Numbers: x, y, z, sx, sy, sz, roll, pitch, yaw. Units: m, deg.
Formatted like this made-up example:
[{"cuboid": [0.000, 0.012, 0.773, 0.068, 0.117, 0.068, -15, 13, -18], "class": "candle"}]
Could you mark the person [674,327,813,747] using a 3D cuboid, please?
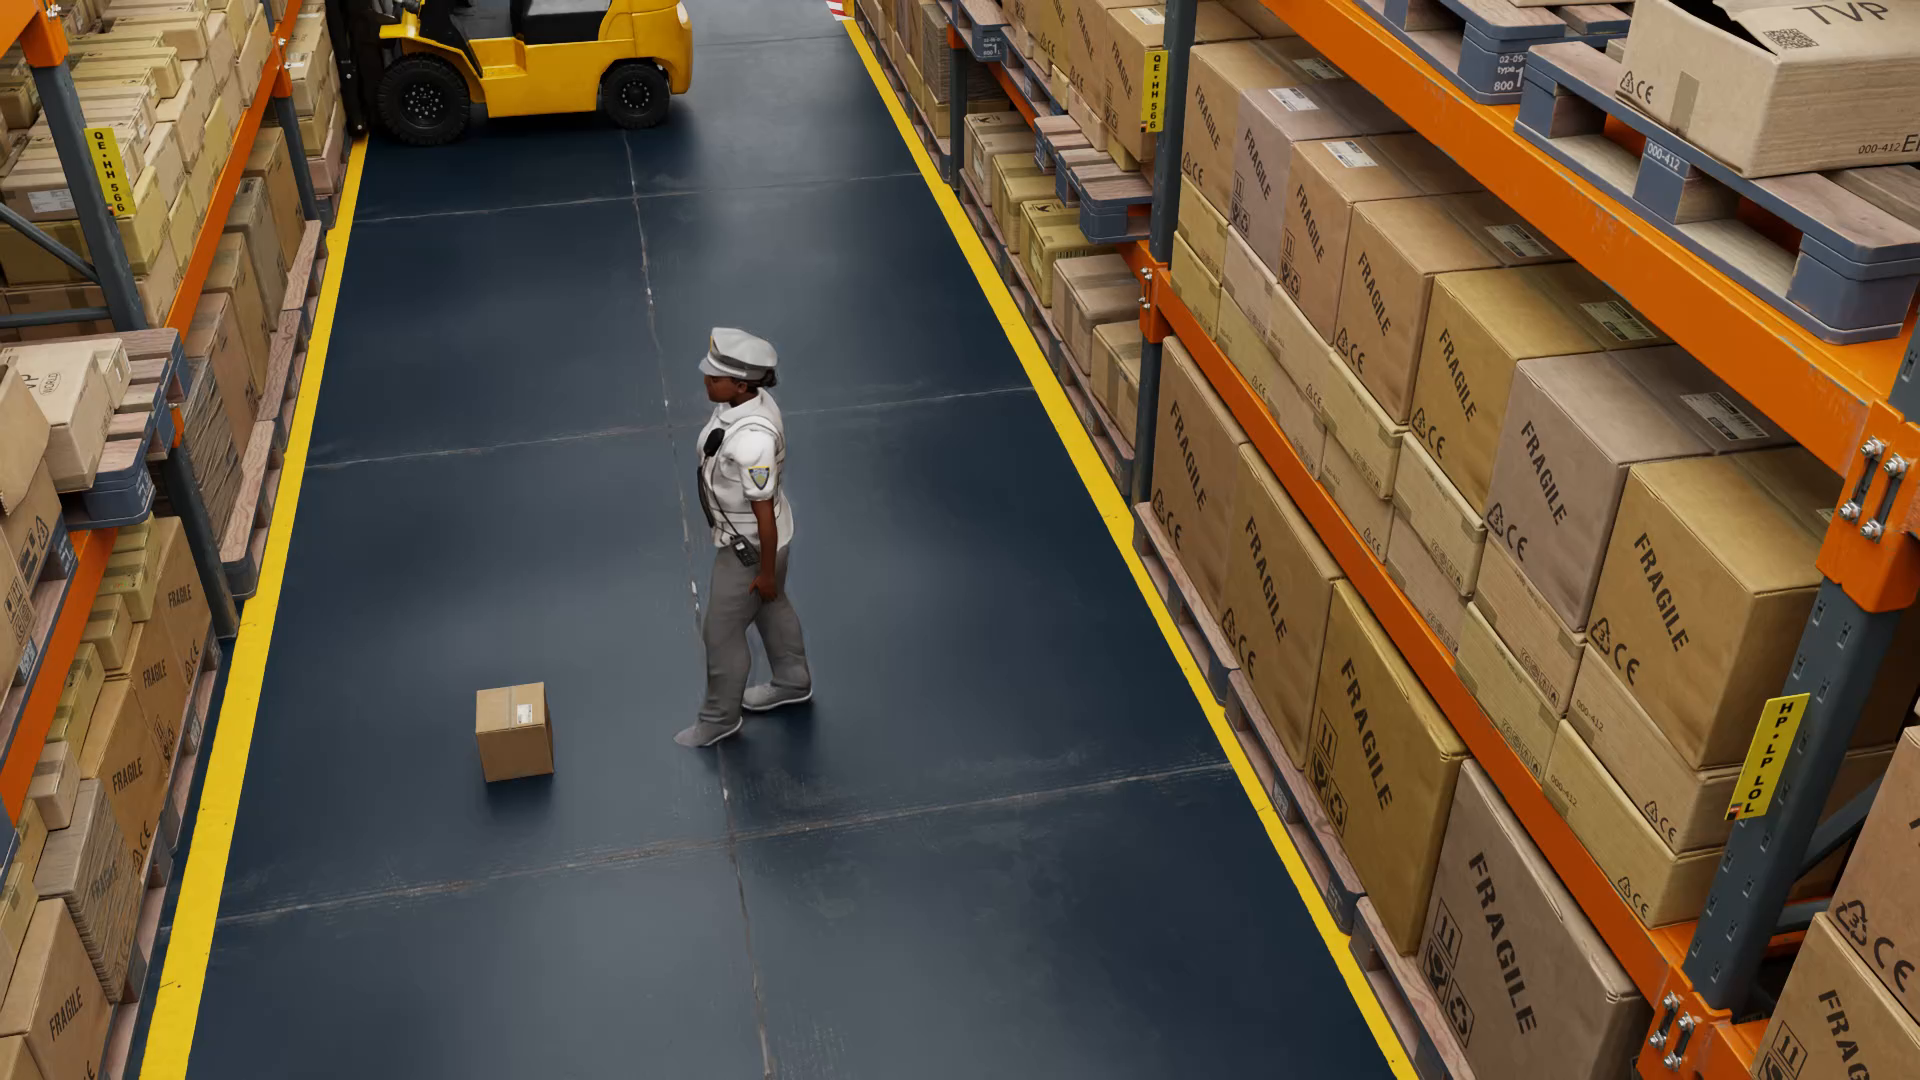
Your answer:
[{"cuboid": [-0.859, 0.017, 6.129, 0.560, 1.741, 0.462, -4, 35, -6], "class": "person"}]
